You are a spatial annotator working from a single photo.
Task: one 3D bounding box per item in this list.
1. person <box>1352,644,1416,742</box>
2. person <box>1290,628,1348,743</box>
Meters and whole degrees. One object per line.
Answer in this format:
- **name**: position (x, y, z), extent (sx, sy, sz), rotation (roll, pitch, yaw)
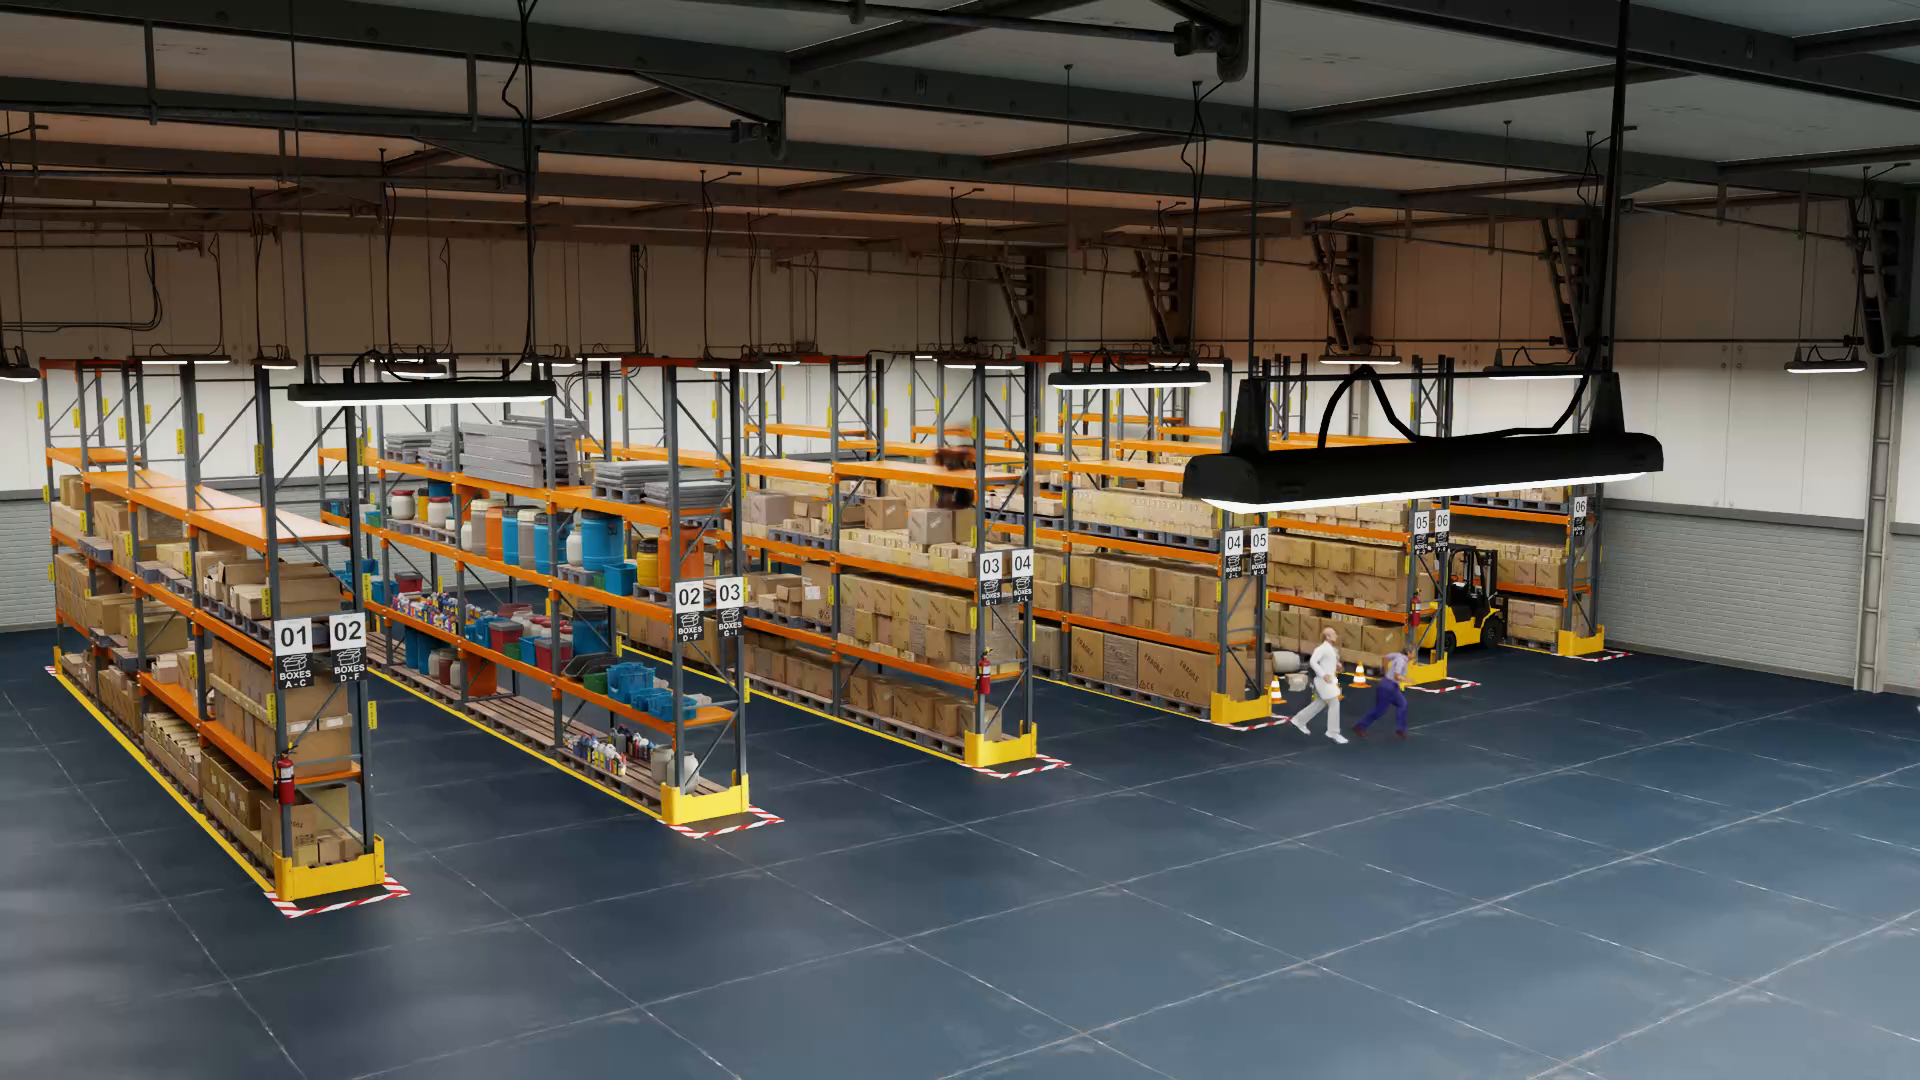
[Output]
- **person**: position (6.715, 2.429, 26.356), extent (0.952, 1.611, 0.648), rotation (1, 7, 9)
- **person**: position (5.728, 2.285, 26.408), extent (0.920, 1.828, 0.717), rotation (2, 7, 16)
